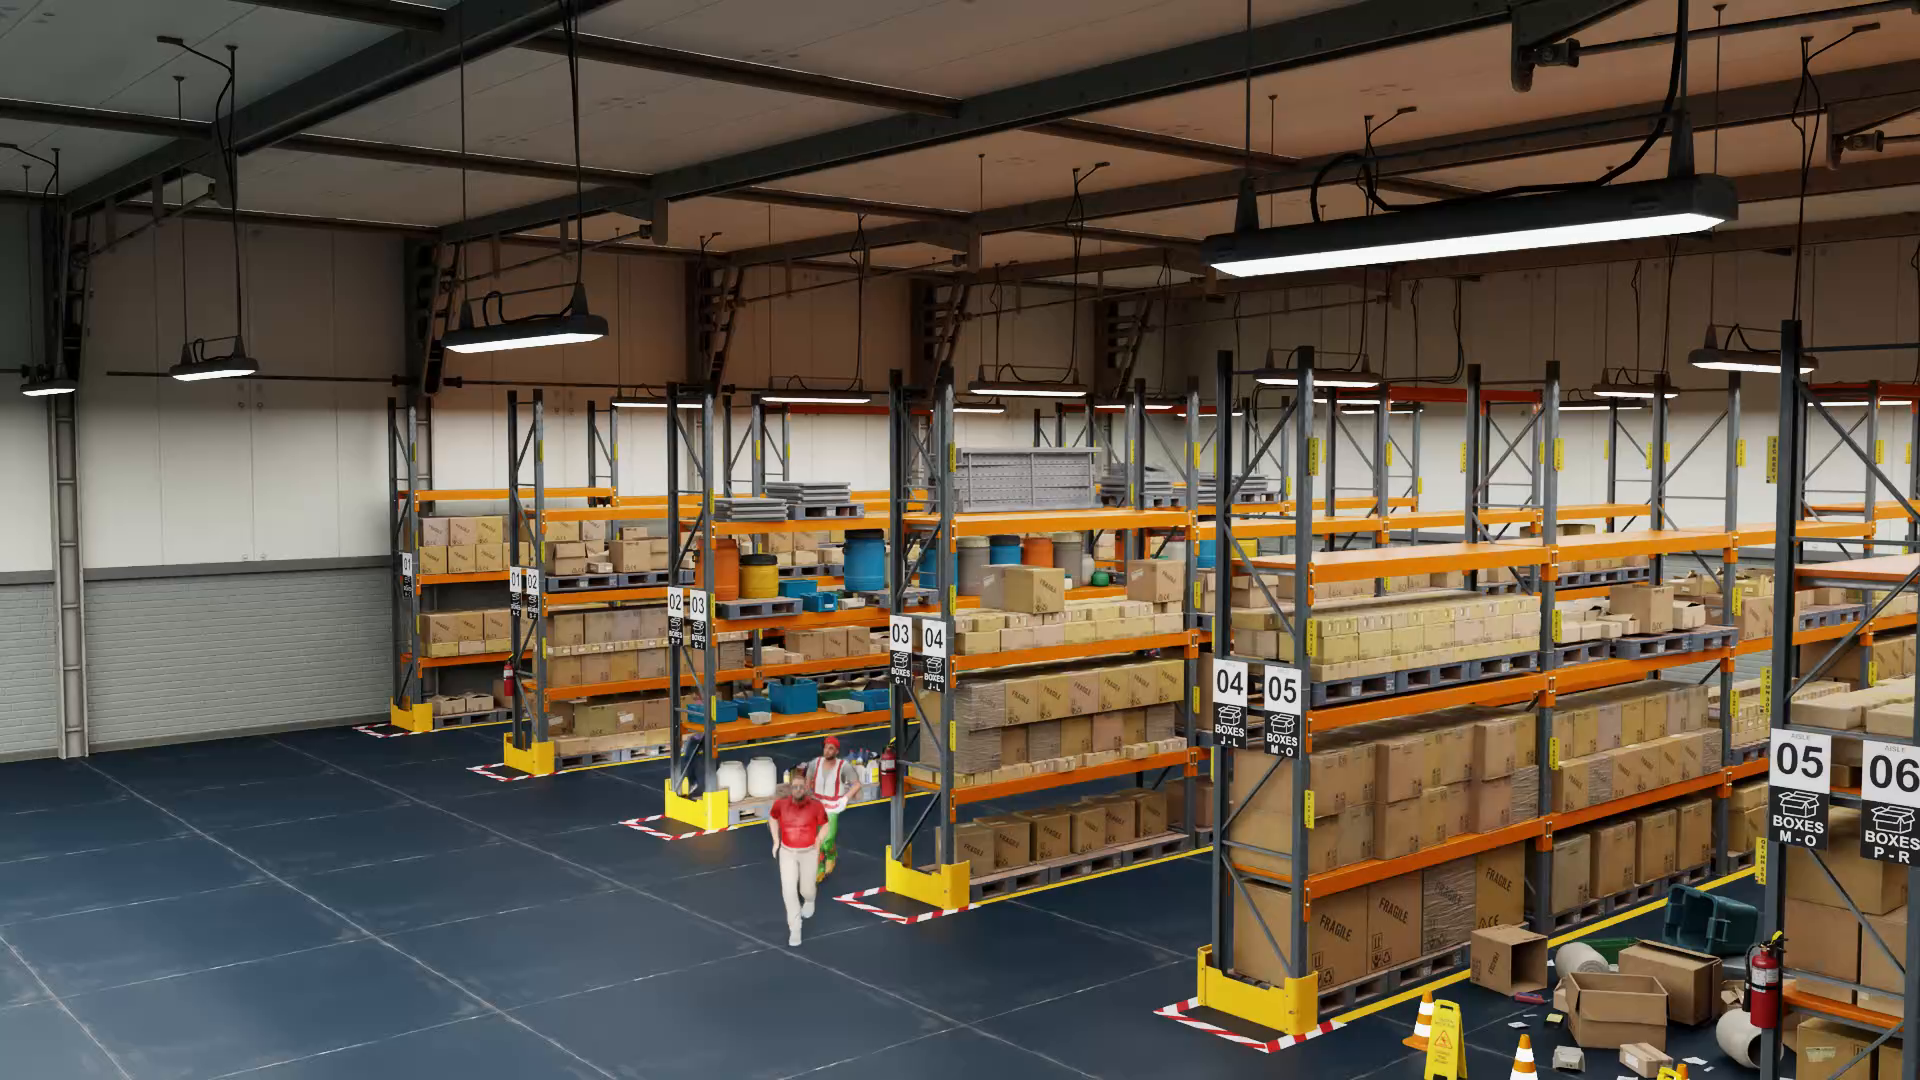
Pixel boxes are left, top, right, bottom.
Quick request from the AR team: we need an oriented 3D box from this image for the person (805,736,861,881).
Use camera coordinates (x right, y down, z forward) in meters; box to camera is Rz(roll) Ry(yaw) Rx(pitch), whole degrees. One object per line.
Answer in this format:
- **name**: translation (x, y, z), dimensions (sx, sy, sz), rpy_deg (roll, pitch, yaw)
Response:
- **person**: translation (-1.560, 3.161, 19.502), dimensions (0.677, 1.729, 0.580), rpy_deg (1, 4, 21)

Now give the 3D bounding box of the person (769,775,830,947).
- **person**: translation (-1.688, 3.300, 17.477), dimensions (0.643, 1.714, 0.908), rpy_deg (0, 3, -3)

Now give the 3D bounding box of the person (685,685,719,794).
- **person**: translation (-3.794, 2.990, 24.528), dimensions (0.722, 1.547, 0.523), rpy_deg (-3, 4, -41)
